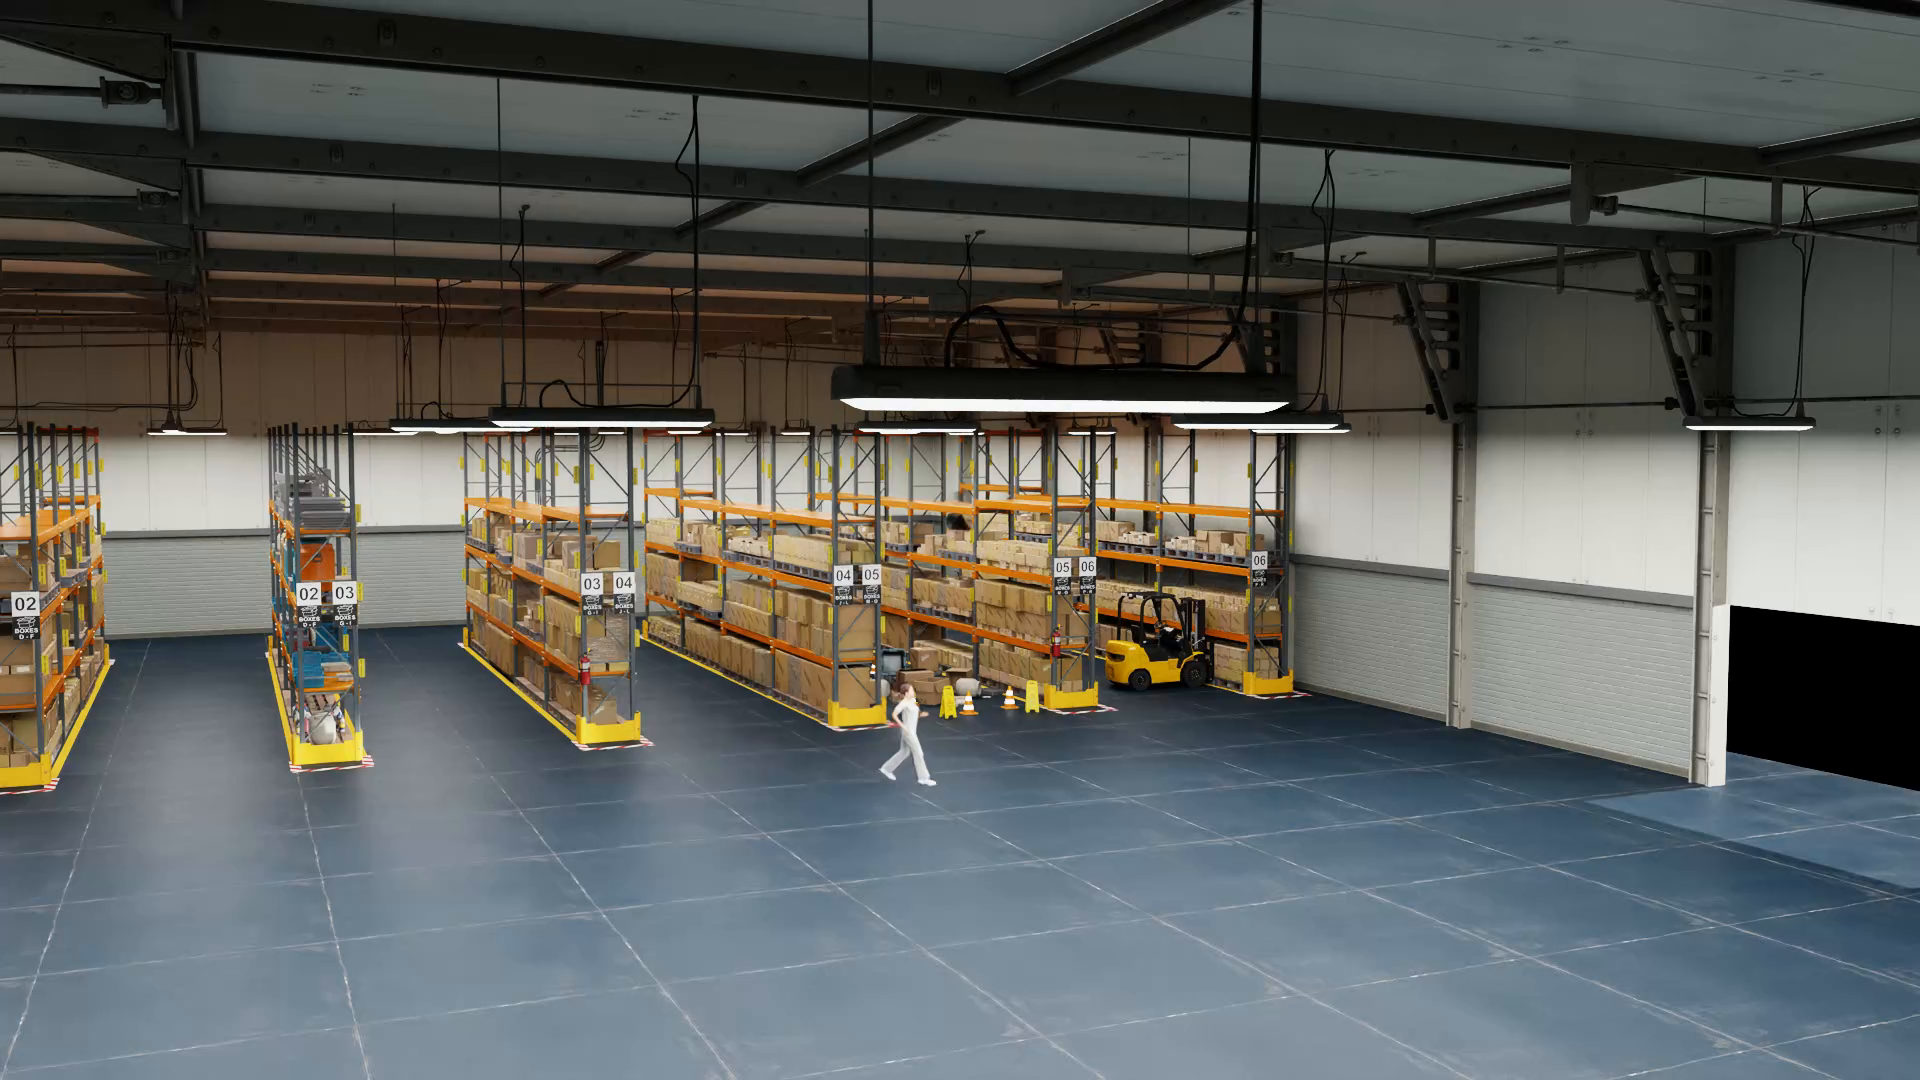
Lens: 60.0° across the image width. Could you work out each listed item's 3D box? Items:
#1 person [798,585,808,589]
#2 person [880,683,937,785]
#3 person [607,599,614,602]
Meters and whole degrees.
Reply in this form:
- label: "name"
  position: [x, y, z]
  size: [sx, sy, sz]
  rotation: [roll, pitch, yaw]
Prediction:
- label: "person"
  position: [-4.824, 1.775, 51.182]
  size: [0.510, 1.629, 0.641]
  rotation: [0, 3, 0]
- label: "person"
  position: [-0.854, 3.187, 27.367]
  size: [0.960, 1.665, 0.560]
  rotation: [0, 4, 6]
- label: "person"
  position: [-9.996, 1.926, 48.035]
  size: [0.683, 1.769, 0.711]
  rotation: [2, 4, 31]
